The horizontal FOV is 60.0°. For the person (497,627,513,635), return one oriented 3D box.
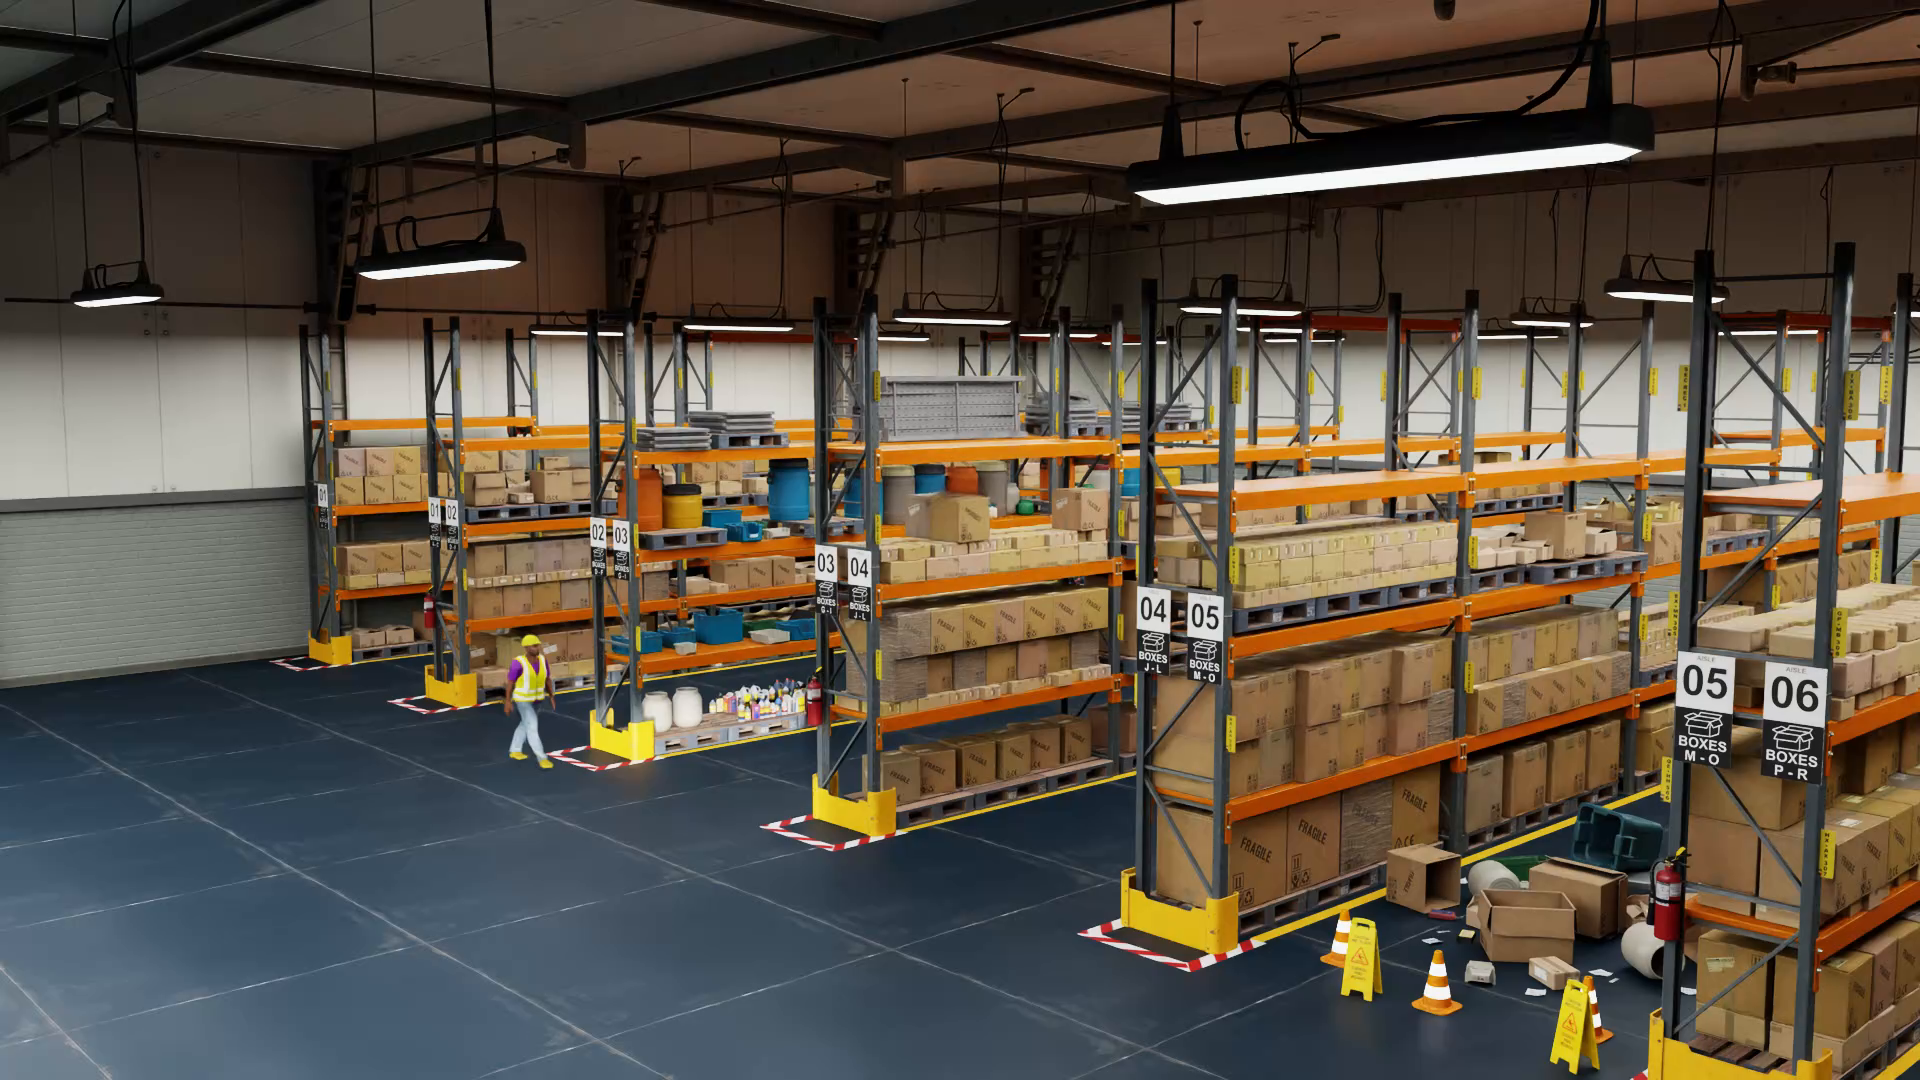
[{"bbox_3d":[-7.985,1.315,29.633,0.665,1.757,0.663,-6,8,-44],"label":"person"}]

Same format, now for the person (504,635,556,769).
[{"bbox_3d":[-5.600,2.085,21.827,1.014,1.700,0.610,4,7,35],"label":"person"}]
